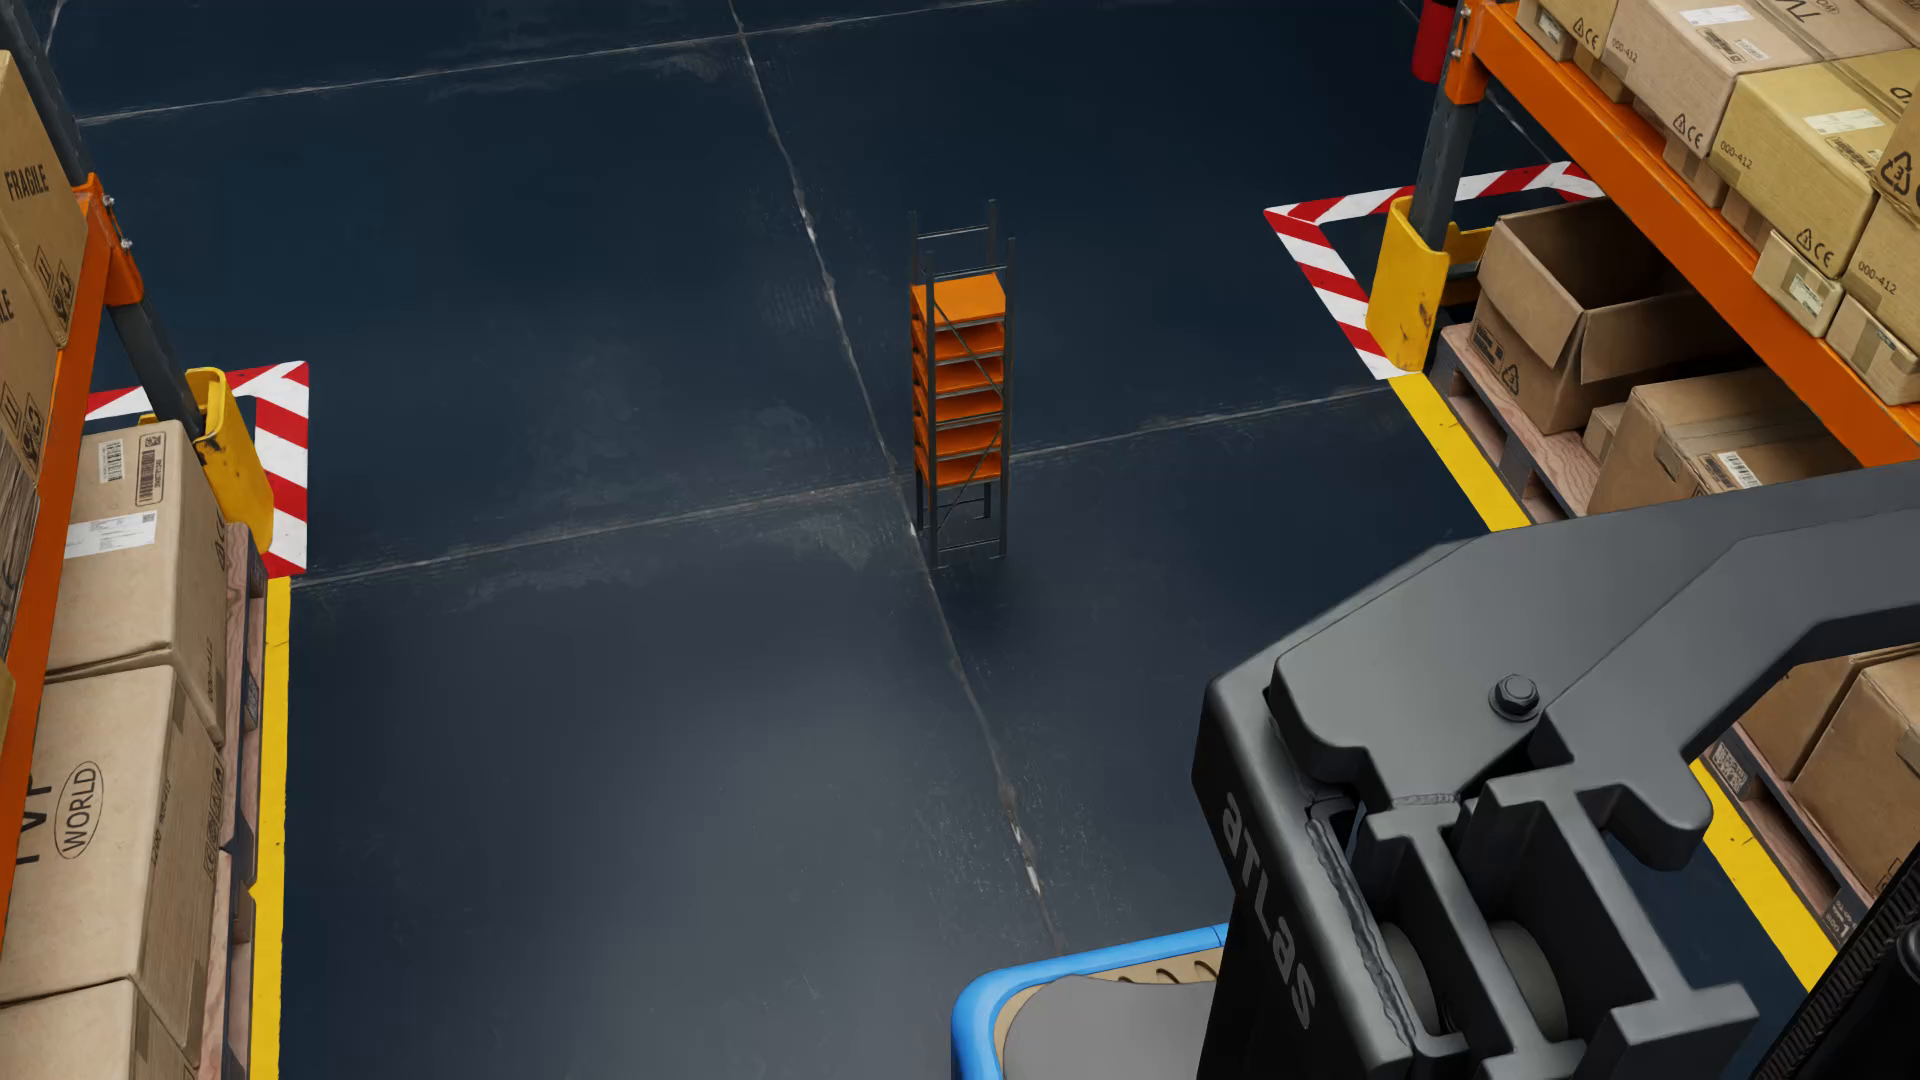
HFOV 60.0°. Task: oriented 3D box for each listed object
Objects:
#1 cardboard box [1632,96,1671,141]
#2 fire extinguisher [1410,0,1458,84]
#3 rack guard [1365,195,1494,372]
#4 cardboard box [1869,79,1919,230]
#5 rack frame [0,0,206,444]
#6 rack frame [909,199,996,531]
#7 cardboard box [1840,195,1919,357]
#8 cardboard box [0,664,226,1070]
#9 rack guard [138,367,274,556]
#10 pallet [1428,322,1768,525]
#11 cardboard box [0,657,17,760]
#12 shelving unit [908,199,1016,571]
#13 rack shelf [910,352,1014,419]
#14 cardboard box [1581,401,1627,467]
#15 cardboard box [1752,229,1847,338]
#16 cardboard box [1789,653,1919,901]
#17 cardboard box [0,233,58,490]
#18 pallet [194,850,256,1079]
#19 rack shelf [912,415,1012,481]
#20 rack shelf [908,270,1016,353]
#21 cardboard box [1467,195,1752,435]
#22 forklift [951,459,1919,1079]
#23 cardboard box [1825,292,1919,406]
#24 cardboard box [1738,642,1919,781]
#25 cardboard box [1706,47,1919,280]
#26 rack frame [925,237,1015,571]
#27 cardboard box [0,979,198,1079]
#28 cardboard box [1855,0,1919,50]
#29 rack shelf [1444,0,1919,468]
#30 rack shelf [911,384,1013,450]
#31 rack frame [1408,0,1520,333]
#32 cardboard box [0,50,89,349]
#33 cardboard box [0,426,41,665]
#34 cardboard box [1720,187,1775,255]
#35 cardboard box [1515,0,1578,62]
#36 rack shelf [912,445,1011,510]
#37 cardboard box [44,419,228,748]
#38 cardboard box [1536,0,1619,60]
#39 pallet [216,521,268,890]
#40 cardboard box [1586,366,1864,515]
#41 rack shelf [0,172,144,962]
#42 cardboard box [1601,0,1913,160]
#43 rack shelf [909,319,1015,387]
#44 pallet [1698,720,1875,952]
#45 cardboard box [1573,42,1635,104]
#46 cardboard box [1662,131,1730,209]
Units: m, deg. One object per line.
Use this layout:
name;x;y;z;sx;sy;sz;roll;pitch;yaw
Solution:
cardboard box;2.070;-1.198;4.500;0.380;0.149;0.250;-11;47;-11
fire extinguisher;1.556;-1.765;5.195;0.296;0.674;0.183;-11;47;-10
rack guard;2.060;-0.978;5.859;1.175;0.500;0.348;-11;47;-10
cardboard box;2.281;-0.822;3.327;0.500;0.500;0.500;-10;46;-9
rack frame;-2.757;-0.996;4.125;1.000;3.000;0.127;-11;47;-10
rack frame;-0.020;-0.473;4.874;0.240;1.200;0.006;-11;47;-10
cardboard box;2.310;-0.548;3.584;0.500;0.250;0.500;-12;47;-11
cardboard box;-2.249;0.822;3.844;0.875;0.438;0.875;-10;46;-9
rack guard;-2.763;-0.137;5.034;1.175;0.500;0.348;-11;47;-10
pallet;2.265;-0.327;5.423;1.003;0.211;1.213;-11;47;-10
cardboard box;-1.977;0.311;2.775;0.500;0.500;0.500;-9;46;-9
shelving unit;0.004;-0.410;4.812;0.258;1.200;0.189;-11;47;-10
rack shelf;0.004;-0.463;4.758;0.258;0.103;0.180;-11;47;-10
cardboard box;2.177;-0.315;5.160;0.380;0.149;0.250;-12;47;-12
cardboard box;2.141;-0.642;3.955;0.380;0.149;0.250;-12;47;-11
cardboard box;2.553;0.576;4.042;0.700;0.500;0.500;-12;47;-12
cardboard box;-2.263;-0.397;3.469;0.500;0.500;0.500;-12;47;-11
pallet;-2.168;1.359;3.771;1.003;0.211;1.213;-11;47;-10
rack shelf;0.004;-0.295;4.929;0.258;0.103;0.180;-11;47;-10
rack shelf;0.004;-0.631;4.586;0.258;0.103;0.180;-11;47;-10
cardboard box;2.106;-0.739;5.328;0.797;0.503;0.637;-12;47;-12
forklift;0.794;1.465;1.762;1.130;2.935;3.031;-9;46;-9
cardboard box;2.228;-0.464;3.781;0.380;0.149;0.250;-10;46;-9
cardboard box;2.326;0.242;4.368;0.500;0.500;0.500;-10;46;-10
cardboard box;2.159;-0.897;3.926;0.500;0.250;0.500;-12;47;-11
rack frame;0.027;-0.347;4.750;0.240;1.200;0.006;-11;47;-10
cardboard box;-2.019;1.445;3.234;0.875;0.438;0.875;-12;47;-11
cardboard box;2.546;-1.332;4.352;0.500;0.250;0.500;-11;47;-10
rack shelf;2.553;-0.273;3.921;1.077;0.370;4.000;-11;47;-10
rack shelf;0.004;-0.379;4.843;0.258;0.103;0.180;-11;47;-10
rack frame;2.041;-1.906;5.017;1.000;3.000;0.127;-11;47;-10
cardboard box;-2.377;-0.746;3.811;0.500;0.500;0.500;-10;47;-10
cardboard box;-2.122;-0.043;3.122;0.500;0.500;0.500;-9;46;-9
cardboard box;2.149;-0.830;4.140;0.380;0.149;0.250;-10;46;-10
cardboard box;1.860;-1.541;4.836;0.380;0.149;0.250;-11;47;-11
rack shelf;0.004;-0.211;5.015;0.258;0.103;0.180;-11;47;-10
cardboard box;-2.491;0.192;4.462;0.875;0.438;0.875;-12;47;-12
cardboard box;1.896;-1.595;4.609;0.500;0.250;0.500;-10;47;-10
pallet;-2.476;0.518;4.594;1.003;0.211;1.213;-11;47;-10
cardboard box;2.287;-0.141;4.744;0.700;0.500;0.500;-9;46;-9
rack shelf;-2.245;0.637;3.029;1.077;0.370;4.000;-11;47;-10
cardboard box;2.026;-1.247;4.268;0.500;0.250;0.500;-10;46;-10
rack shelf;0.004;-0.547;4.672;0.258;0.103;0.180;-11;47;-10
pallet;2.574;0.514;4.599;1.003;0.211;1.213;-11;47;-10
cardboard box;1.969;-1.374;4.672;0.380;0.149;0.250;-10;46;-9
cardboard box;2.076;-1.013;4.318;0.380;0.149;0.250;-9;46;-9
